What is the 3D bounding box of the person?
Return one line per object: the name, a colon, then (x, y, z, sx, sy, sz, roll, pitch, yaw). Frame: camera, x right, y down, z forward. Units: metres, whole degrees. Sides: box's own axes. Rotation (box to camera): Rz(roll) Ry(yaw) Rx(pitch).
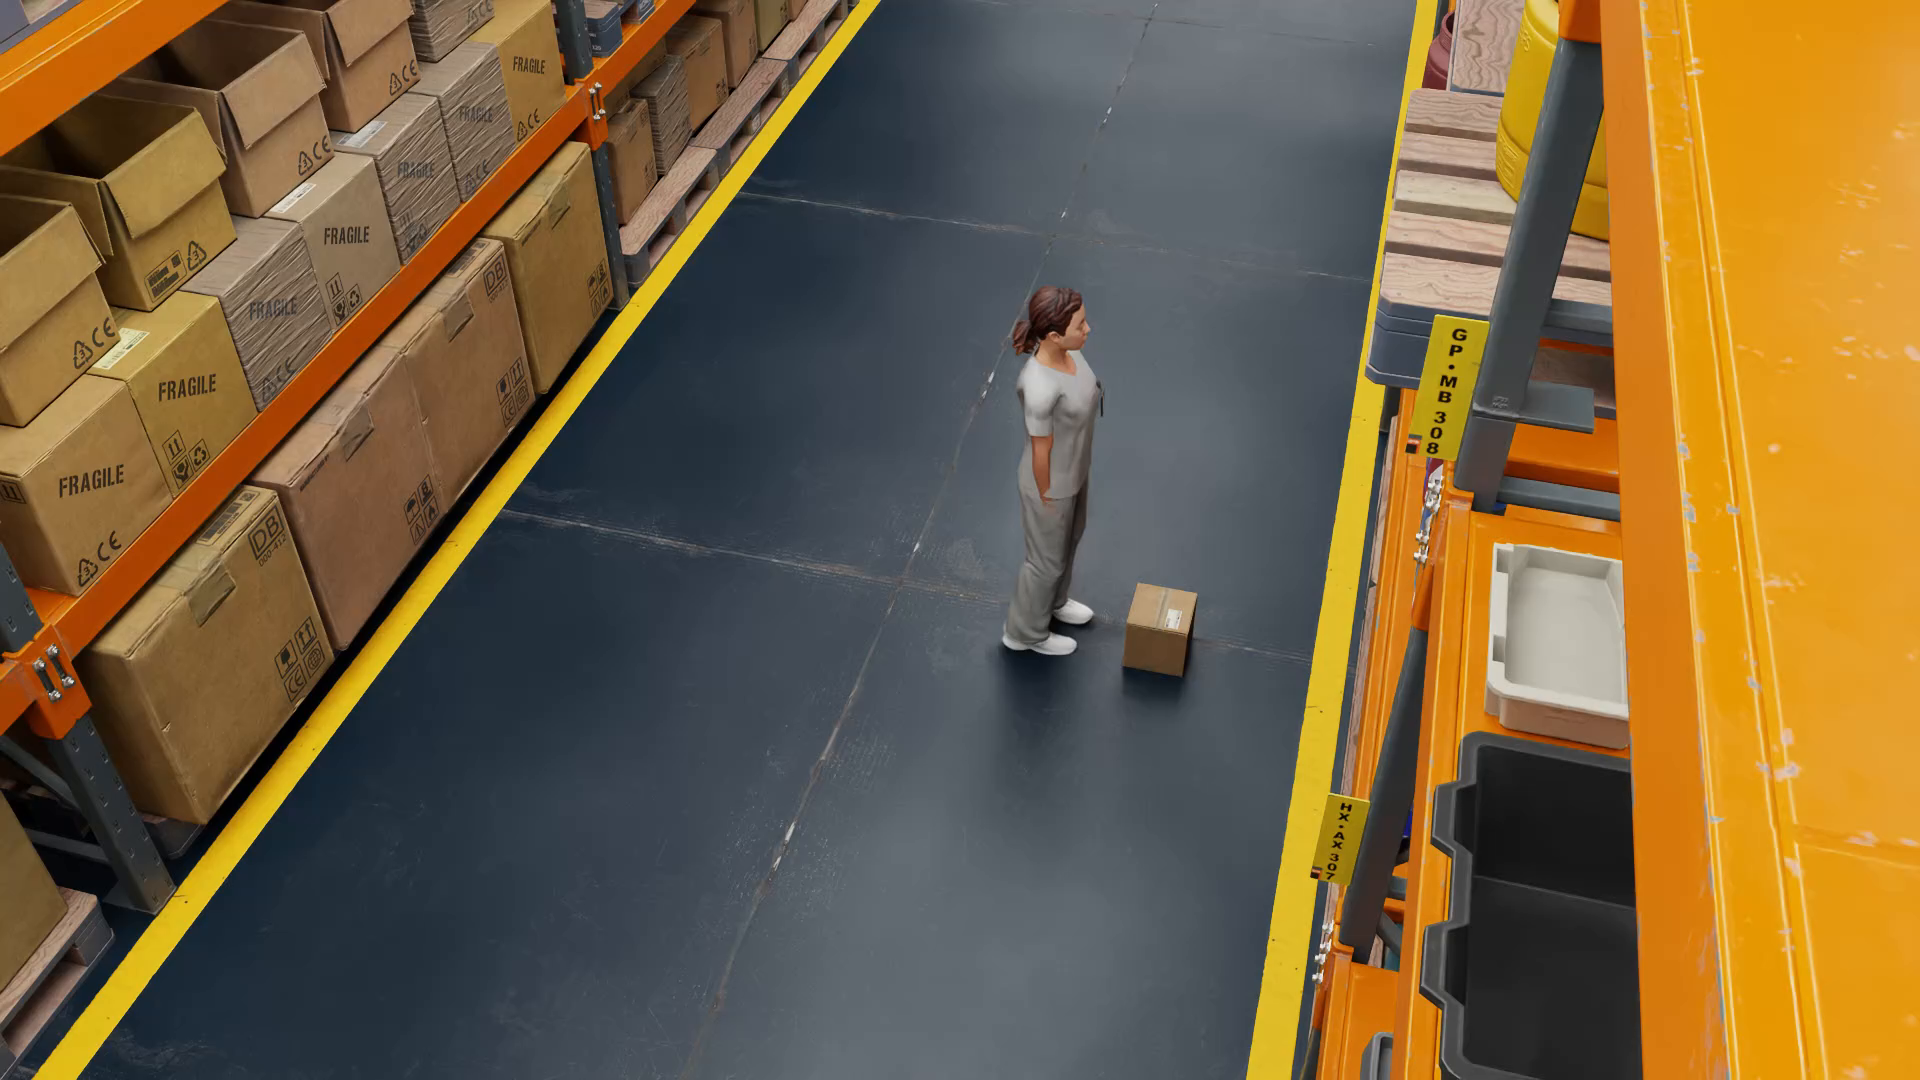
person: (0.361, -0.258, 6.467, 0.365, 1.674, 0.437, 11, 42, 12)
